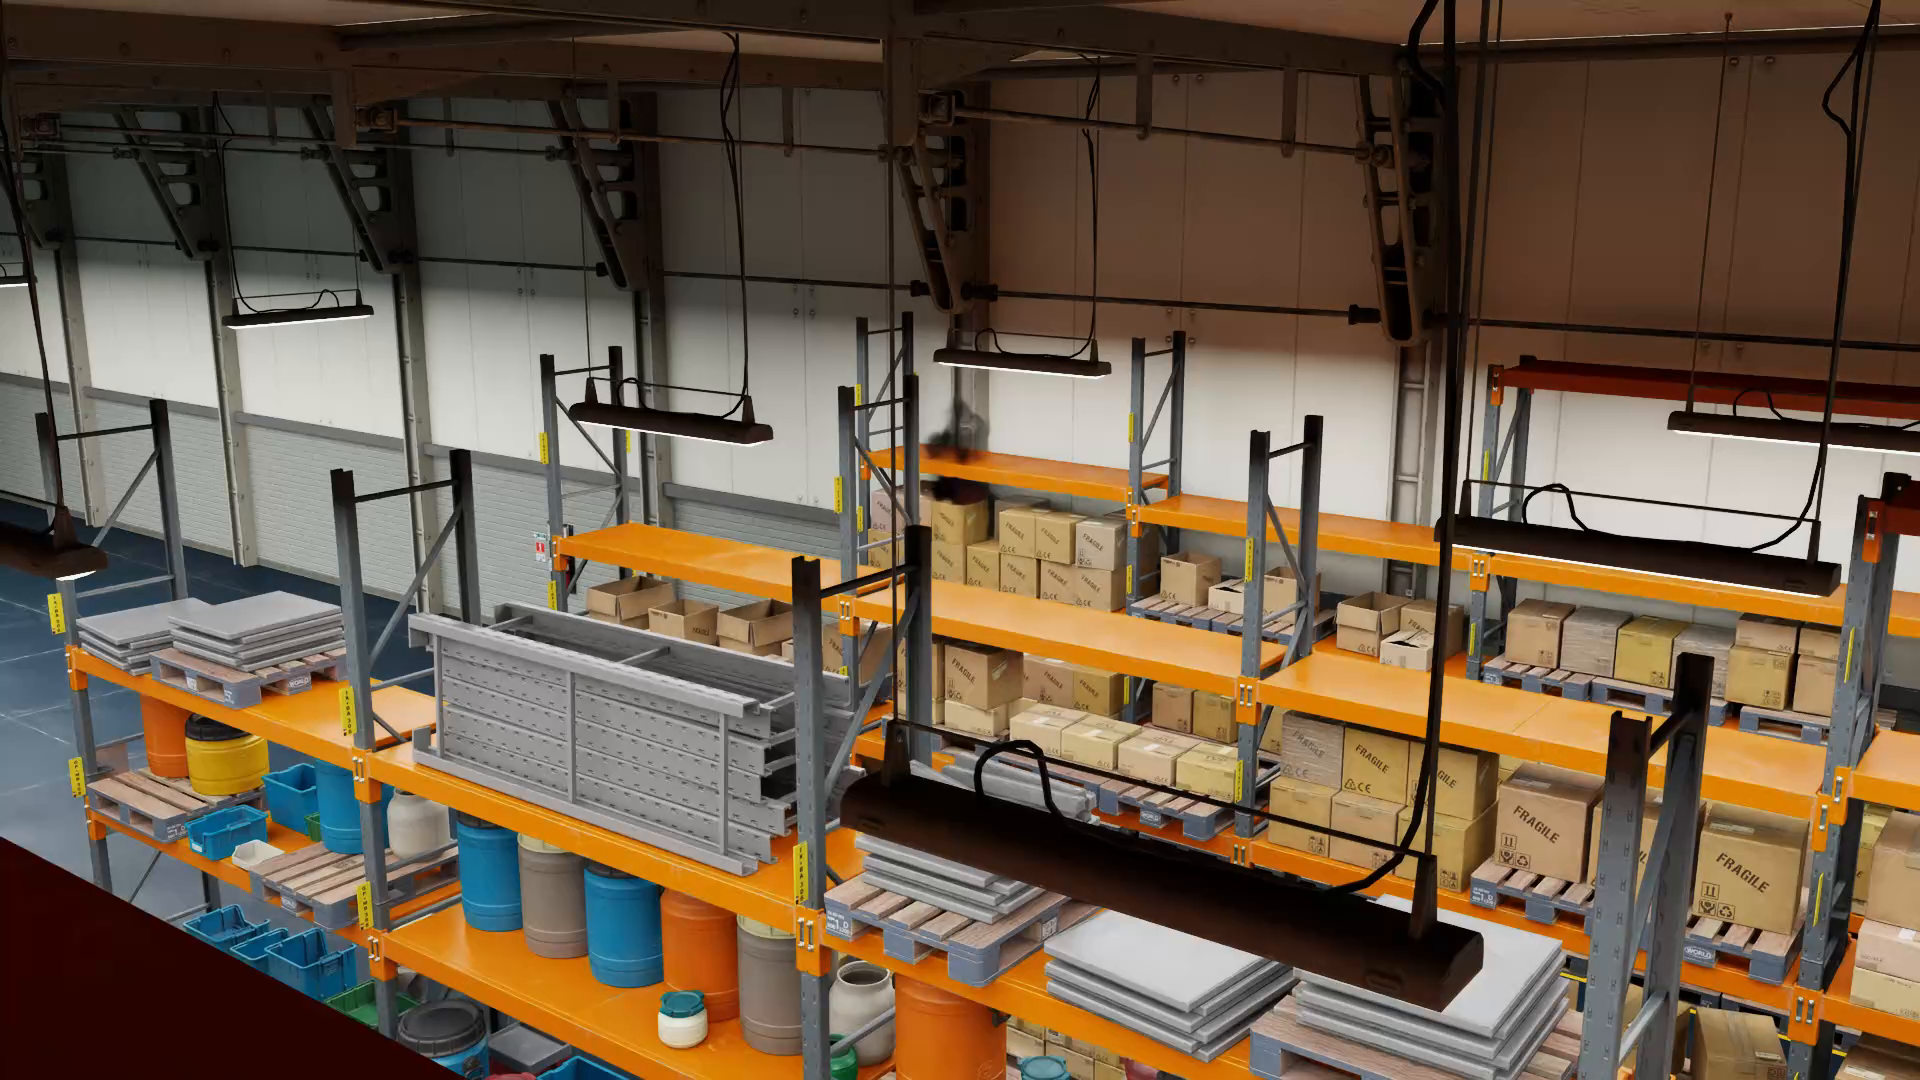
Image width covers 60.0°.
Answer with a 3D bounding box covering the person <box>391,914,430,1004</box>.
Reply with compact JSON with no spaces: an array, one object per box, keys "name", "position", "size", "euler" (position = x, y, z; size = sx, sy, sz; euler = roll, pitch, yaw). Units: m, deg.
[{"name":"person","position":[-5.014,3.845,14.991],"size":[0.605,1.680,0.560],"euler":[8,15,32]}]
